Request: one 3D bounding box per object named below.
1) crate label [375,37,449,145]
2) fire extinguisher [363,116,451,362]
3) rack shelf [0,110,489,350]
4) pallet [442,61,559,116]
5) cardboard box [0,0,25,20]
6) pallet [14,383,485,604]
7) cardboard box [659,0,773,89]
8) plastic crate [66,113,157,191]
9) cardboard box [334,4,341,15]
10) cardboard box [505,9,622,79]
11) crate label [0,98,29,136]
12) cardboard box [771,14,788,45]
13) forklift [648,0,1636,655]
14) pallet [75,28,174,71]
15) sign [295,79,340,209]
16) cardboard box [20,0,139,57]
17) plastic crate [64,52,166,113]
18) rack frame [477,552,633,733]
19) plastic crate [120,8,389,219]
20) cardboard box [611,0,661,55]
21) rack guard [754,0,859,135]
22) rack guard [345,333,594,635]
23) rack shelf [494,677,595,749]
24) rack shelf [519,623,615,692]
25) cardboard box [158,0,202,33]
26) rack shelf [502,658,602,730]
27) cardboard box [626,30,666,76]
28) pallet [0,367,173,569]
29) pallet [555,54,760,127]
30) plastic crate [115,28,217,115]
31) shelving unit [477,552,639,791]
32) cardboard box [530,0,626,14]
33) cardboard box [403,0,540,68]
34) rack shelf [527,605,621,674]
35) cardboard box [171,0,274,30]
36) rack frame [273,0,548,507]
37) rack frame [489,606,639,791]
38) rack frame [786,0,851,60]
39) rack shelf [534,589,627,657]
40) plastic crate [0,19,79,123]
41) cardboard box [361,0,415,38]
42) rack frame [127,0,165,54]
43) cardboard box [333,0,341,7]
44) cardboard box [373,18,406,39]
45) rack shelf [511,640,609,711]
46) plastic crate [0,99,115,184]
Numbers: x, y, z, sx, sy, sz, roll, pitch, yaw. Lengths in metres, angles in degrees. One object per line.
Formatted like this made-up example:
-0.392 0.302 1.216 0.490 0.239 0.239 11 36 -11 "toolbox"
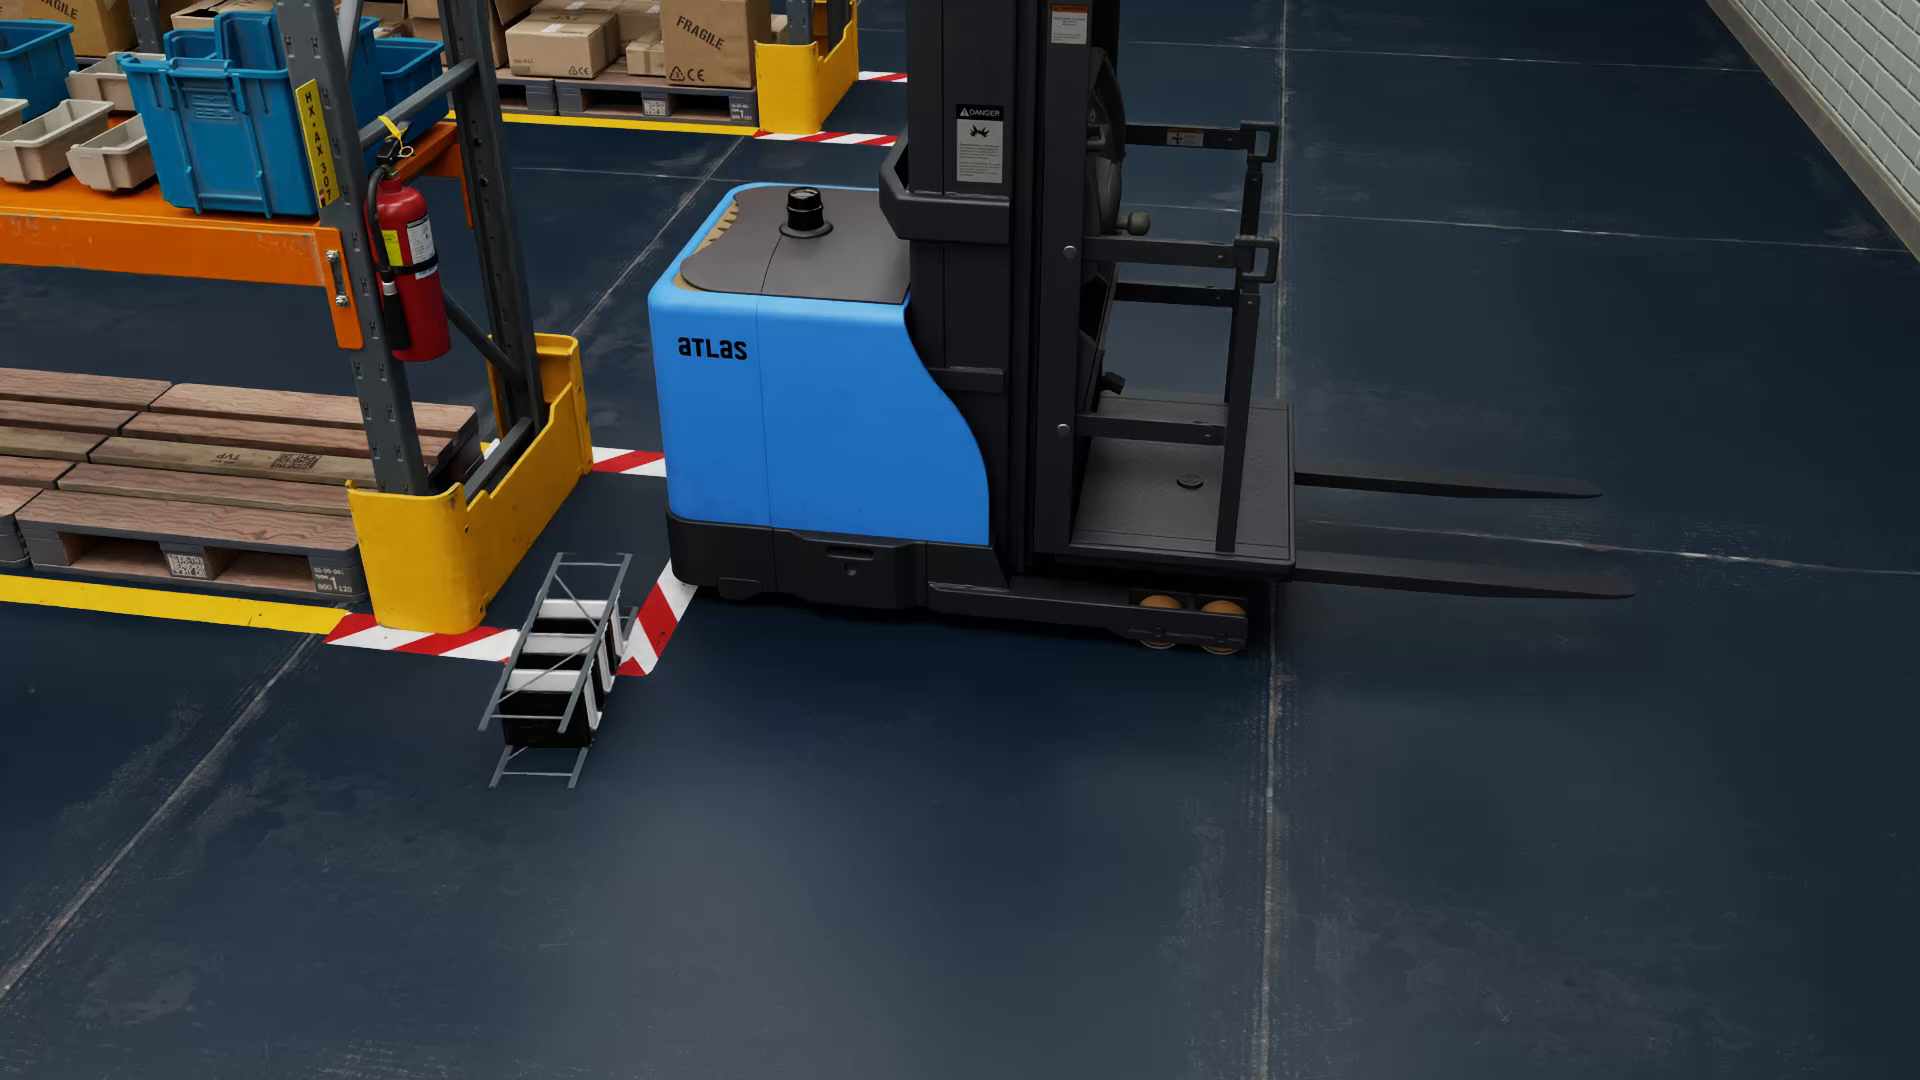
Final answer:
-1.835 -1.431 5.310 0.303 0.233 0.416 5 32 8 "crate label"
-1.575 -0.840 4.689 0.183 0.674 0.296 5 32 8 "fire extinguisher"
-3.619 -1.156 5.447 4.000 0.370 1.077 5 32 8 "rack shelf"
-2.870 -2.878 10.149 1.213 0.211 1.003 5 32 8 "pallet"
-5.774 -3.299 10.135 0.500 0.500 0.500 5 32 8 "cardboard box"
-2.454 -0.194 5.861 1.213 0.211 1.003 5 32 8 "pallet"
-1.388 -2.919 9.528 0.500 0.500 0.500 5 32 8 "cardboard box"
-2.482 -1.174 4.990 0.243 0.136 0.396 5 32 8 "plastic crate"
-3.764 -3.303 10.472 0.250 0.149 0.380 5 32 8 "cardboard box"
-2.319 -2.914 9.755 0.500 0.250 0.500 5 32 8 "cardboard box"
-3.044 -1.219 5.063 0.243 0.136 0.396 5 32 8 "crate label"
-1.165 -3.068 10.096 0.250 0.149 0.380 5 32 8 "cardboard box"
0.618 -1.189 4.888 3.031 2.935 1.130 5 32 8 "forklift"
-5.561 -3.100 10.504 1.213 0.211 1.003 5 32 8 "pallet"
-1.724 -1.062 4.466 0.005 0.325 0.100 5 32 8 "sign"
-5.288 -3.251 10.057 0.500 0.500 0.500 5 32 8 "cardboard box"
-2.806 -1.522 5.547 0.298 0.136 0.250 5 32 8 "plastic crate"
-1.177 0.282 4.905 0.240 0.006 0.900 1 32 2 "rack frame"
-2.009 -1.255 4.838 0.499 0.435 0.616 5 32 8 "plastic crate"
-1.791 -3.135 10.108 0.500 0.250 0.500 5 32 8 "cardboard box"
-0.885 -2.820 9.784 0.348 0.500 1.175 5 32 8 "rack guard"
-1.621 -0.227 5.642 0.348 0.500 1.175 5 32 8 "rack guard"
-1.186 0.494 4.758 0.258 0.200 0.077 1 32 2 "rack shelf"
-1.175 0.351 4.987 0.258 0.200 0.077 1 32 2 "rack shelf"
-5.189 -3.527 10.499 0.500 0.500 0.500 4 32 6 "cardboard box"
-1.182 0.446 4.835 0.258 0.200 0.077 1 32 2 "rack shelf"
-1.772 -2.861 9.749 0.250 0.166 0.380 5 32 8 "cardboard box"
-3.653 -0.304 6.037 1.213 0.211 1.003 5 32 8 "pallet"
-1.671 -2.768 9.973 1.213 0.211 1.003 5 32 8 "pallet"
-2.484 -1.490 5.404 0.300 0.233 0.416 5 32 8 "plastic crate"
-1.177 0.368 4.959 0.258 0.210 0.900 1 32 2 "shelving unit"
-2.284 -3.180 10.179 0.500 0.250 0.500 5 32 8 "cardboard box"
-2.900 -3.193 9.962 0.637 0.503 0.797 5 32 8 "cardboard box"
-1.172 0.303 5.063 0.258 0.200 0.077 1 32 2 "rack shelf"
-4.376 -3.126 10.036 0.500 0.311 0.500 5 32 8 "cardboard box"
-1.647 -1.282 4.971 0.127 3.000 1.000 5 32 8 "rack frame"
-1.177 0.454 5.013 0.240 0.006 0.900 1 32 2 "rack frame"
-0.810 -3.872 9.109 0.127 3.000 1.000 5 32 8 "rack frame"
-1.169 0.255 5.139 0.258 0.200 0.077 1 32 2 "rack shelf"
-3.133 -1.548 5.498 0.300 0.233 0.416 5 32 8 "plastic crate"
-3.405 -3.307 10.325 0.500 0.311 0.500 5 32 8 "cardboard box"
-4.753 -4.229 9.680 0.127 3.000 1.000 5 32 8 "rack frame"
-4.144 -3.454 10.382 0.500 0.500 0.500 5 32 8 "cardboard box"
-3.521 -2.992 9.959 0.250 0.166 0.380 5 32 8 "cardboard box"
-1.179 0.398 4.911 0.258 0.200 0.077 1 32 2 "rack shelf"
-2.765 -1.207 5.044 0.243 0.136 0.396 5 32 8 "plastic crate"
